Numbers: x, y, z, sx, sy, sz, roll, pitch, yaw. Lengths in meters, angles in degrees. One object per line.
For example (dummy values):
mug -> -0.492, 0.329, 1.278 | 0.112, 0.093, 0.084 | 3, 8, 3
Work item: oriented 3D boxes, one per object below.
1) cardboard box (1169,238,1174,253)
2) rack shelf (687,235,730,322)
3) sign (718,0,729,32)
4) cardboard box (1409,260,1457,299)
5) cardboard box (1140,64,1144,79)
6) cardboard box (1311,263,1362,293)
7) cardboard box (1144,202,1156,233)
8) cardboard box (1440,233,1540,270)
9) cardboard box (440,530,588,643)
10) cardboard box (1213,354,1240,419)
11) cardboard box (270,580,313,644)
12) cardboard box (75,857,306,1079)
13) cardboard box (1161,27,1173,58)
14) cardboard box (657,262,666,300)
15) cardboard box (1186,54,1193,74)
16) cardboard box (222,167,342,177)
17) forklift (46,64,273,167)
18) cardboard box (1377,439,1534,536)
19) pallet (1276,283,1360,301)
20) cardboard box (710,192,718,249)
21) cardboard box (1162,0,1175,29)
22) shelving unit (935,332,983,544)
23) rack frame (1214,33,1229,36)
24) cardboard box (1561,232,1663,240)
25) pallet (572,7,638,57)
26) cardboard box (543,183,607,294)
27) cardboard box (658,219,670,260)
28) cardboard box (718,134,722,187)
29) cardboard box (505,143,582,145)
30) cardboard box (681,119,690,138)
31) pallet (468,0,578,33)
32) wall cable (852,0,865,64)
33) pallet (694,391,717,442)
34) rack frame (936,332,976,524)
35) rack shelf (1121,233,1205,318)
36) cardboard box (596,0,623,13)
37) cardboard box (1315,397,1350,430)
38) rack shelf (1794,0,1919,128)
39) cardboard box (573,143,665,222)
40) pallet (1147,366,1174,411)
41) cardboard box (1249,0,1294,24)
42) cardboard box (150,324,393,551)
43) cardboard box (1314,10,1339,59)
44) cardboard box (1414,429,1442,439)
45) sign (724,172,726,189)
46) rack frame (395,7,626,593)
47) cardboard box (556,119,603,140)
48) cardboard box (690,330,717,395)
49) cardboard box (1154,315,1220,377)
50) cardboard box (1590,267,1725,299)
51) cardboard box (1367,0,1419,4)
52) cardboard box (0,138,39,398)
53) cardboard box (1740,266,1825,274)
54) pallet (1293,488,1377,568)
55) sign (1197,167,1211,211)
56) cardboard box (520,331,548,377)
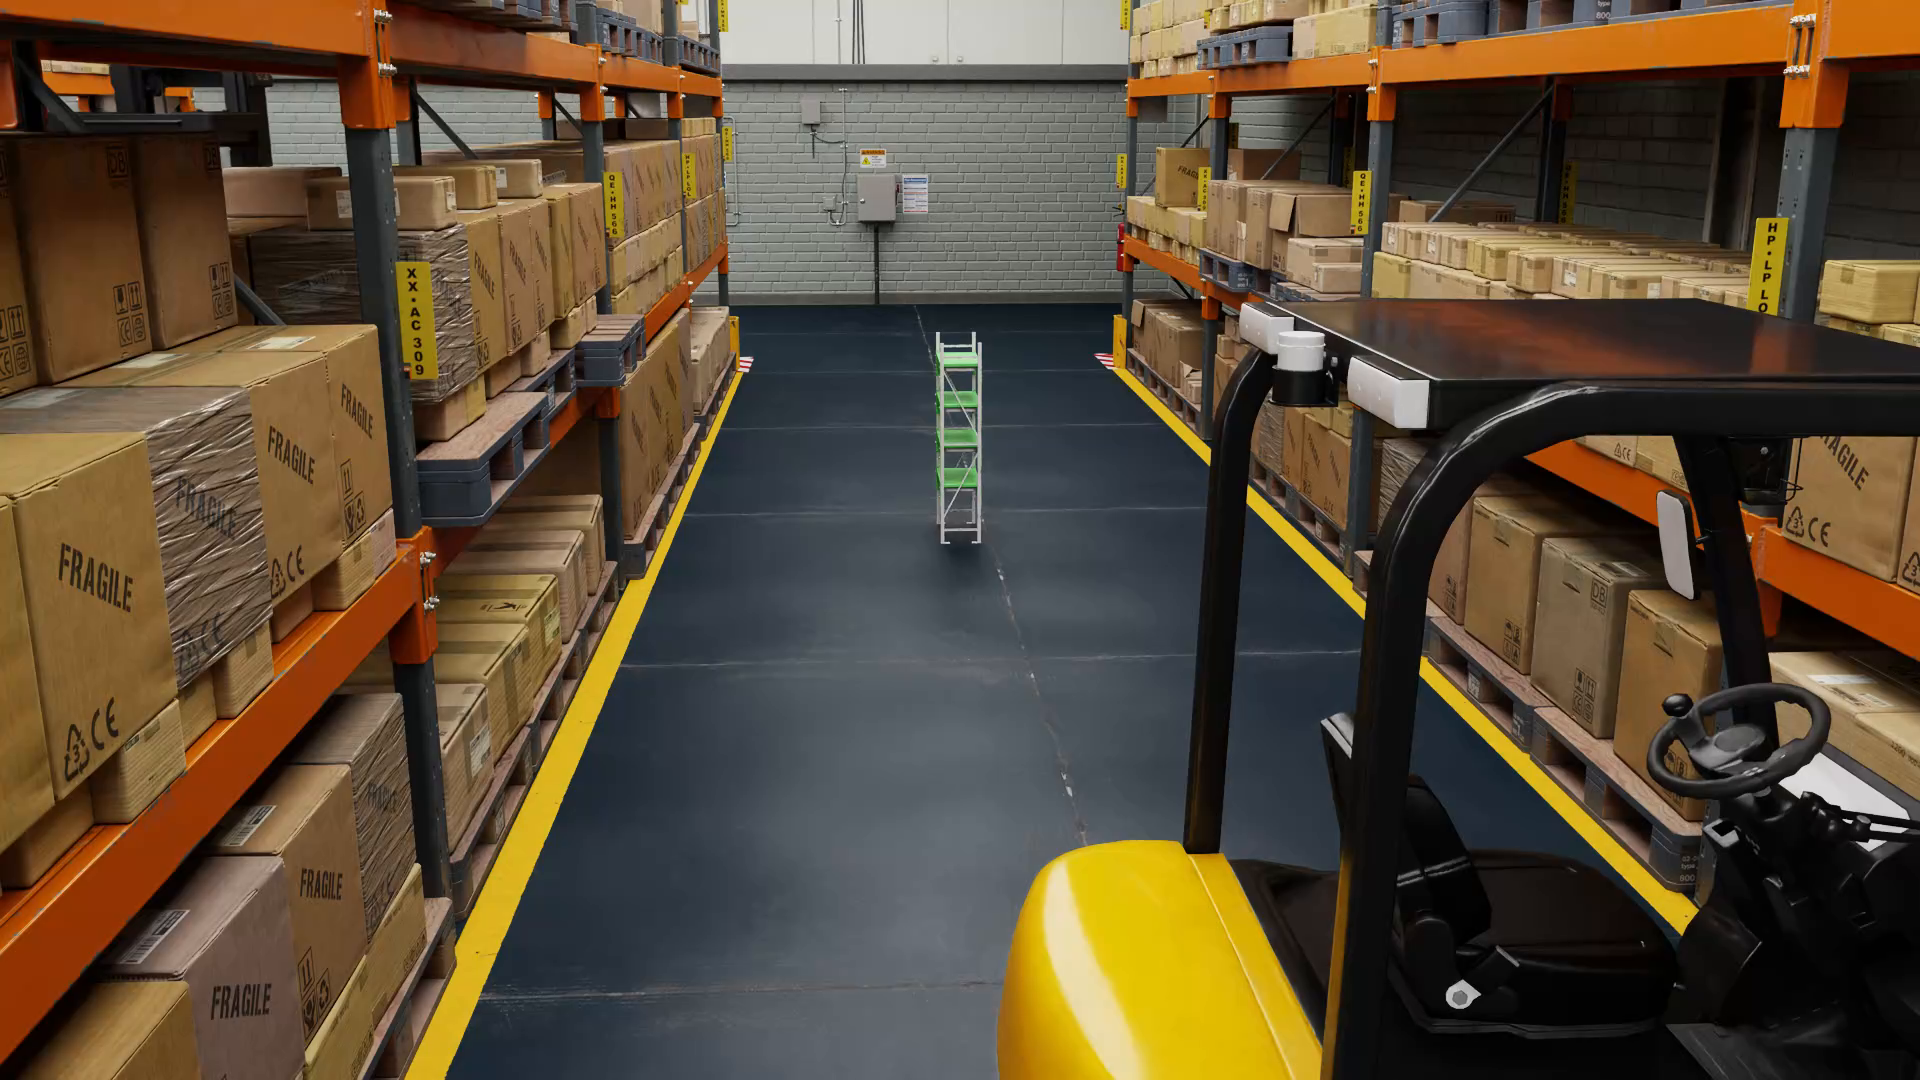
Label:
cardboard box -> 2.046, -2.588, 14.568 | 0.380, 0.149, 0.250 | -1, 14, -4
rack shelf -> -2.682, -2.321, 14.473 | 1.077, 0.370, 4.000 | -1, 14, -3
sign -> -2.263, -5.015, 15.861 | 0.100, 0.325, 0.005 | -1, 14, -3
cardboard box -> 2.457, -1.186, 7.914 | 0.500, 0.250, 0.500 | 0, 14, -2
cardboard box -> 1.936, -4.493, 15.953 | 0.380, 0.149, 0.250 | -1, 14, -2
cardboard box -> 2.220, -1.494, 9.476 | 0.380, 0.149, 0.250 | -1, 14, -2
cardboard box -> 1.973, -2.948, 15.167 | 0.500, 0.250, 0.500 | -1, 14, -4
cardboard box -> 2.458, -1.339, 7.709 | 0.380, 0.149, 0.250 | -1, 14, -3
cardboard box -> -2.231, 0.216, 7.599 | 0.950, 0.372, 0.625 | -1, 14, -5
cardboard box -> 2.201, -1.119, 12.529 | 0.500, 0.500, 0.500 | 0, 14, -1
cardboard box -> -1.778, 0.142, 3.958 | 0.380, 0.149, 0.250 | -1, 14, -3
cardboard box -> -1.692, 0.979, 3.373 | 0.500, 0.500, 0.500 | 0, 14, 0
cardboard box -> 2.029, -4.272, 14.296 | 0.500, 0.250, 0.500 | -1, 14, -4
cardboard box -> -2.236, -1.740, 11.069 | 0.500, 0.250, 0.500 | -1, 14, -5
cardboard box -> 2.048, -3.855, 13.473 | 0.380, 0.149, 0.250 | -1, 14, -4
cardboard box -> -2.413, -1.243, 5.896 | 0.380, 0.149, 0.250 | -2, 15, -6
forklift -> -5.037, -1.684, 10.689 | 1.130, 2.935, 3.031 | 0, 14, -1
cardboard box -> 2.669, -0.153, 8.525 | 0.875, 0.625, 0.625 | 0, 14, -2
pallet -> 2.532, -1.330, 9.560 | 1.213, 0.211, 1.003 | -1, 14, -3
cardboard box -> -2.454, -2.847, 14.871 | 0.500, 0.500, 0.500 | 0, 14, -2
cardboard box -> 2.024, -4.519, 14.250 | 0.500, 0.250, 0.500 | 0, 14, -2
shelving unit -> -0.010, -0.622, 10.037 | 0.258, 1.200, 0.503 | -1, 14, -3
rack frame -> 2.396, -5.155, 12.004 | 1.000, 3.000, 0.127 | -1, 14, -3
cardboard box -> 3.034, -1.351, 7.756 | 0.380, 0.149, 0.250 | -1, 14, -5
pallet -> -2.403, -2.698, 8.852 | 1.213, 0.211, 1.003 | 0, 14, -1
cardboard box -> -2.005, -1.465, 8.059 | 0.500, 0.500, 0.500 | -1, 14, -5
cardboard box -> -2.212, -1.983, 11.012 | 0.500, 0.250, 0.500 | -1, 14, -2
cardboard box -> -2.538, -3.584, 15.727 | 0.500, 0.500, 0.500 | 0, 14, -2
cardboard box -> -2.730, -2.340, 10.895 | 0.500, 0.500, 0.500 | -1, 14, -5
cardboard box -> -2.363, -3.291, 13.288 | 0.380, 0.149, 0.250 | -1, 14, -4
pallet -> -2.062, -1.958, 5.972 | 1.213, 0.211, 1.003 | -1, 14, -3
wall cable -> 0.094, -7.546, 21.219 | 2.988, 3.039, 0.133 | -1, 14, -3
pallet -> -2.527, -1.012, 13.537 | 1.003, 0.211, 1.213 | -1, 14, -3
rack frame -> -0.025, -0.683, 10.273 | 0.240, 1.200, 0.015 | -1, 14, -3
rack shelf -> 2.272, -2.399, 14.774 | 1.077, 0.370, 4.000 | -1, 14, -3
cardboard box -> -2.291, -3.247, 10.234 | 0.380, 0.166, 0.250 | 0, 14, 1
cardboard box -> 2.312, -0.748, 9.787 | 0.380, 0.149, 0.250 | -2, 15, -6
rack shelf -> 3.015, -0.867, 2.801 | 1.077, 0.370, 4.000 | -1, 14, -3
cardboard box -> -2.229, -2.343, 10.905 | 0.500, 0.500, 0.500 | 0, 14, -2
pallet -> 2.276, -1.374, 14.945 | 1.003, 0.211, 1.213 | -1, 14, -3
cardboard box -> 2.090, -3.435, 10.798 | 0.380, 0.149, 0.250 | -1, 14, -2
cardboard box -> -1.787, -0.269, 4.253 | 0.500, 0.500, 0.500 | -1, 14, -5
cardboard box -> 2.338, -2.884, 9.497 | 0.500, 0.250, 0.500 | -1, 14, -3
cardboard box -> 2.897, -0.357, 9.568 | 0.500, 0.500, 0.500 | 0, 14, -1
sign -> -3.231, -4.715, 21.788 | 0.327, 0.218, 0.001 | -1, 14, -3
rack frame -> -2.310, -1.178, 8.583 | 1.000, 3.000, 0.127 | -1, 14, -3
cardboard box -> -2.895, -3.091, 12.510 | 0.380, 0.149, 0.250 | -1, 14, -5
cardboard box -> -2.546, -1.515, 14.195 | 0.875, 0.438, 0.875 | -1, 14, -5
cardboard box -> 2.038, -1.738, 14.934 | 0.500, 0.500, 0.500 | -1, 14, -2
cardboard box -> 2.503, -0.893, 5.976 | 0.380, 0.149, 0.250 | -1, 14, -5
cardboard box -> 2.381, -2.913, 8.808 | 0.380, 0.149, 0.250 | -1, 14, -2
cardboard box -> -2.238, -0.494, 3.123 | 0.700, 0.500, 0.500 | -1, 14, -5
cardboard box -> 3.068, -0.907, 6.027 | 0.380, 0.149, 0.250 | -1, 14, -4
pallet -> 2.635, -0.091, 9.956 | 1.003, 0.211, 1.213 | -1, 14, -3
sign -> 1.855, -2.659, 12.603 | 0.100, 0.325, 0.005 | -1, 14, -3
cardboard box -> -1.834, -0.731, 6.511 | 0.380, 0.149, 0.250 | 0, 14, -1
